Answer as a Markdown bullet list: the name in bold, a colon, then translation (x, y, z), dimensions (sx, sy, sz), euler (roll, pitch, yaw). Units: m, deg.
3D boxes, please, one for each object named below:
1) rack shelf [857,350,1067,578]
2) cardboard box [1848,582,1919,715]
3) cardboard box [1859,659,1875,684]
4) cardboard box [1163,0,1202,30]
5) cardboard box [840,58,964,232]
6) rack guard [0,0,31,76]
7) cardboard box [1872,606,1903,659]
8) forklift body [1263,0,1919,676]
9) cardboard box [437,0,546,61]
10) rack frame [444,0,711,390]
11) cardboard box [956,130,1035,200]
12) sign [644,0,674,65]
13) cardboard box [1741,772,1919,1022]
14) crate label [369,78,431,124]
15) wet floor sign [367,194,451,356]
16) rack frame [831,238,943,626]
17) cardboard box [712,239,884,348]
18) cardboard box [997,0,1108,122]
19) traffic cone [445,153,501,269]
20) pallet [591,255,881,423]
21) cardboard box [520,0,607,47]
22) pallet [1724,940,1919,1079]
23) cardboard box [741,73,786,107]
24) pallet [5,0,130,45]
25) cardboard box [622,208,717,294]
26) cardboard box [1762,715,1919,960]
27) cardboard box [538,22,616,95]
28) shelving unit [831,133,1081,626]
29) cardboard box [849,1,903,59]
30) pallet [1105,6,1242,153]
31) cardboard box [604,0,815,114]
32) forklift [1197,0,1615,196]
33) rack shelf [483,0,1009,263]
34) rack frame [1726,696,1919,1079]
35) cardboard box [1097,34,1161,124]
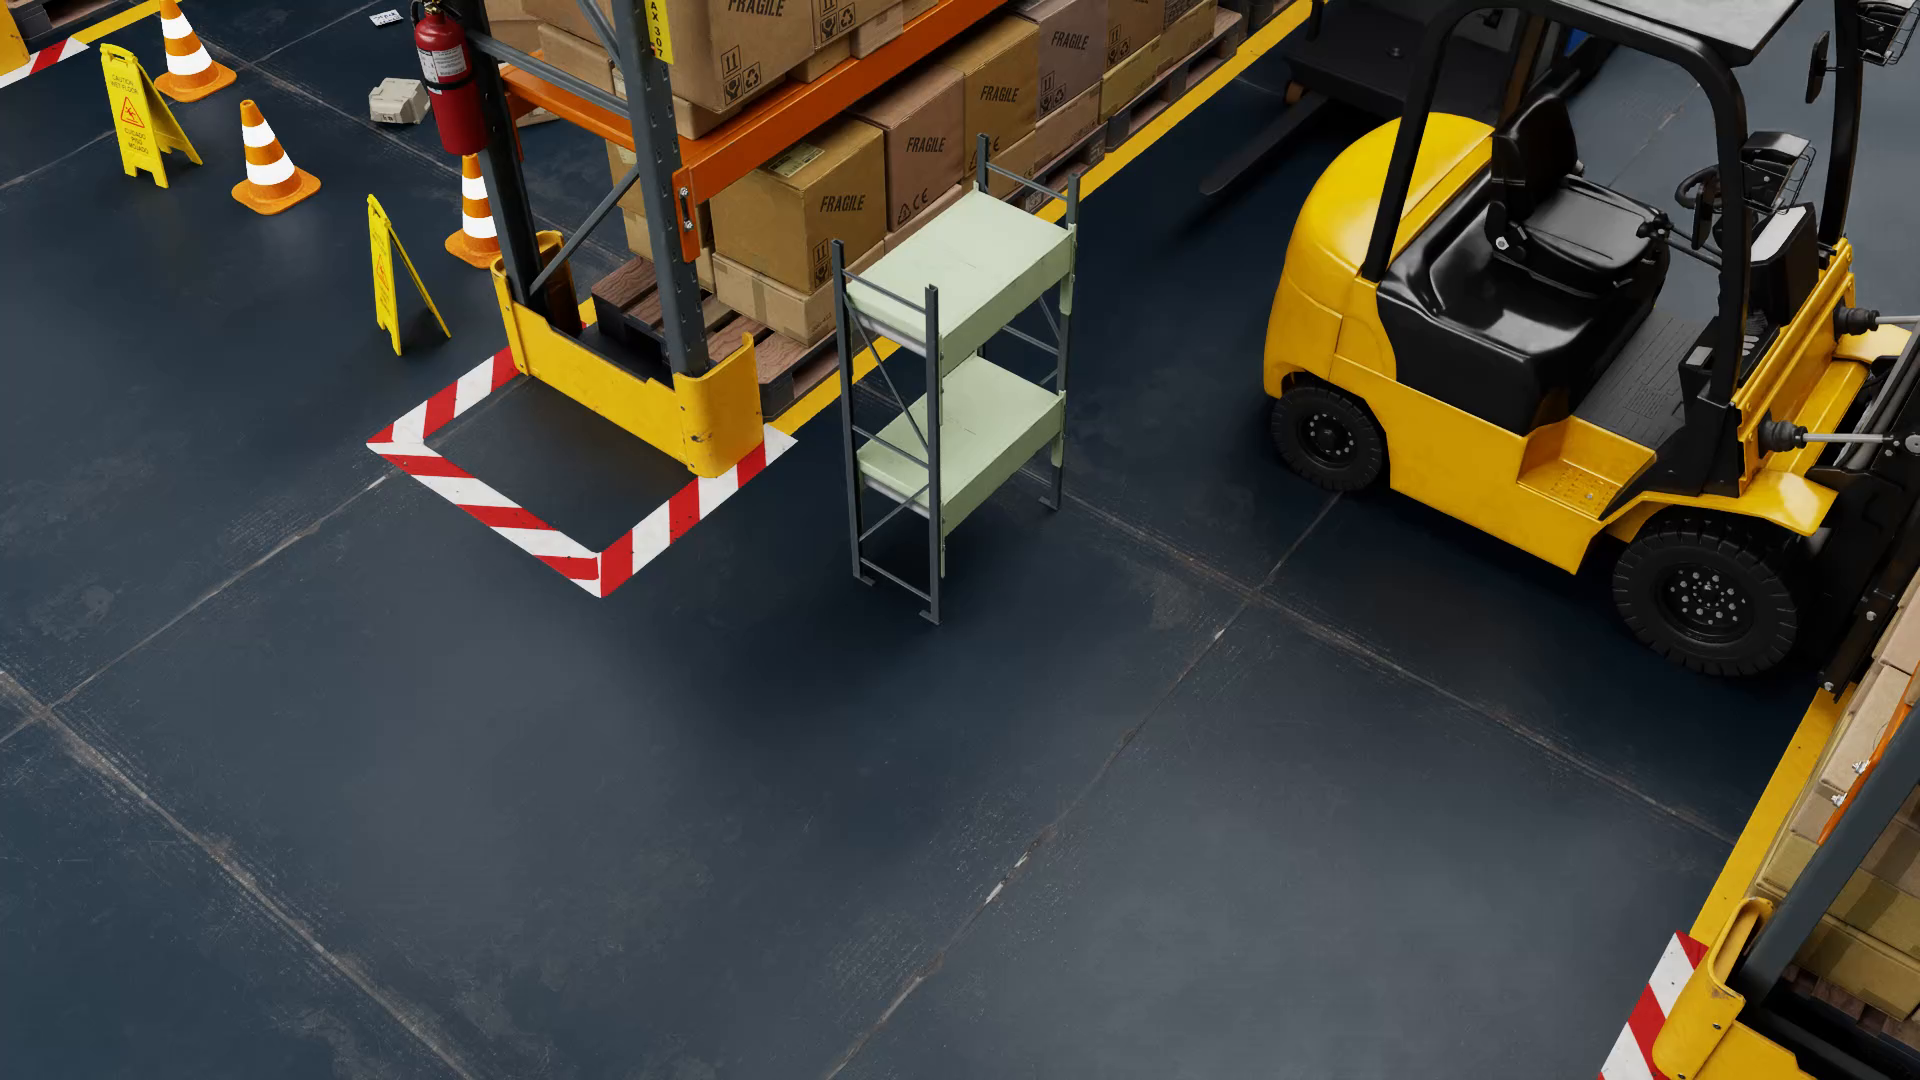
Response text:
- **rack shelf**: translation (-0.004, -0.289, 5.940), dimensions (0.431, 0.370, 0.720), euler (29, 53, 25)
- **cardboard box**: translation (2.903, 0.385, 4.727), dimensions (0.500, 0.250, 0.500), euler (30, 53, 26)
- **cardboard box**: translation (3.223, 0.455, 5.352), dimensions (0.500, 0.250, 0.500), euler (30, 53, 25)
- **cardboard box**: translation (0.927, -2.856, 7.997), dimensions (0.500, 0.500, 0.500), euler (28, 53, 25)
- **cardboard box**: translation (-0.327, -1.679, 6.872), dimensions (0.500, 0.500, 0.500), euler (27, 52, 24)
- **rack guard**: translation (-5.363, -2.824, 8.602), dimensions (1.175, 0.500, 0.348), euler (29, 53, 25)
- **cardboard box**: translation (3.226, 0.250, 5.202), dimensions (0.500, 0.250, 0.500), euler (28, 52, 24)
- **forklift body**: translation (2.277, -0.977, 5.695), dimensions (2.313, 2.155, 1.214), euler (29, 53, 25)
- **cardboard box**: translation (-2.298, -2.832, 8.608), dimensions (0.797, 0.503, 0.637), euler (-2, 46, -2)
- **rack frame**: translation (-1.369, -1.570, 5.676), dimensions (1.000, 3.000, 0.127), euler (29, 53, 25)
- **cardboard box**: translation (-0.015, -1.712, 7.422), dimensions (0.500, 0.250, 0.500), euler (33, 54, 27)
- **sign**: translation (-0.940, -1.630, 5.134), dimensions (0.100, 0.325, 0.005), euler (29, 53, 25)
- **cardboard box**: translation (2.598, 1.018, 4.814), dimensions (0.500, 0.250, 0.500), euler (30, 53, 25)
- **crate label**: translation (-2.782, -2.171, 8.230), dimensions (0.250, 0.136, 0.298), euler (6, 47, 5)
- **wet floor sign**: translation (-2.332, -1.121, 6.875), dimensions (0.232, 0.644, 0.267), euler (-25, 51, -22)
- **rack frame**: translation (-0.228, -0.305, 5.504), dimensions (0.400, 1.500, 0.023), euler (29, 53, 25)
- **cardboard box**: translation (-0.657, -1.105, 6.842), dimensions (0.500, 0.250, 0.500), euler (29, 53, 25)
- **cardboard box**: translation (0.307, -2.272, 7.439), dimensions (0.500, 0.500, 0.500), euler (32, 54, 27)
- **traffic cone**: translation (-2.127, -1.510, 7.373), dimensions (0.336, 0.463, 0.334), euler (29, 53, 25)
- **pallet**: translation (-0.798, -1.100, 7.155), dimensions (1.003, 0.211, 1.213), euler (29, 53, 25)
- **cardboard box**: translation (-1.255, -2.140, 5.945), dimensions (0.500, 0.500, 0.500), euler (28, 53, 24)
- **pallet**: translation (2.996, 1.129, 5.025), dimensions (1.003, 0.211, 1.213), euler (29, 53, 25)
- **cardboard box**: translation (-0.854, -1.737, 6.009), dimensions (0.380, 0.149, 0.250), euler (30, 53, 26)
- **pallet**: translation (-4.921, -3.230, 9.189), dimensions (1.003, 0.211, 1.213), euler (29, 53, 25)
- **cardboard box**: translation (-1.073, -1.361, 7.087), dimensions (0.500, 0.250, 0.500), euler (29, 53, 25)
- **cardboard box**: translation (2.611, 0.837, 4.641), dimensions (0.500, 0.250, 0.500), euler (29, 53, 25)
- **cardboard box**: translation (-1.310, -1.792, 6.061), dimensions (0.380, 0.149, 0.250), euler (31, 54, 26)
- **shelving unit**: translation (-0.004, -0.514, 5.704), dimensions (0.431, 1.500, 0.755), euler (29, 53, 25)
- **cardboard box**: translation (-0.436, -1.978, 6.239), dimensions (0.380, 0.149, 0.250), euler (30, 53, 26)
- **pallet**: translation (0.694, -2.496, 8.488), dimensions (1.003, 0.211, 1.213), euler (29, 53, 25)
- **cardboard box**: translation (-0.860, -1.856, 5.674), dimensions (0.500, 0.500, 0.500), euler (28, 53, 24)
- **forklift**: translation (2.261, -3.125, 7.208), dimensions (1.130, 2.935, 3.031), euler (30, 53, 25)
- **rack shelf**: translation (-0.146, -2.466, 7.029), dimensions (1.077, 0.370, 4.000), euler (29, 53, 25)
- **rack frame**: translation (2.561, 0.622, 3.582), dimensions (1.000, 3.000, 0.127), euler (29, 53, 25)
- **cardboard box**: translation (0.610, -2.288, 7.973), dimensions (0.500, 0.250, 0.500), euler (28, 52, 24)
